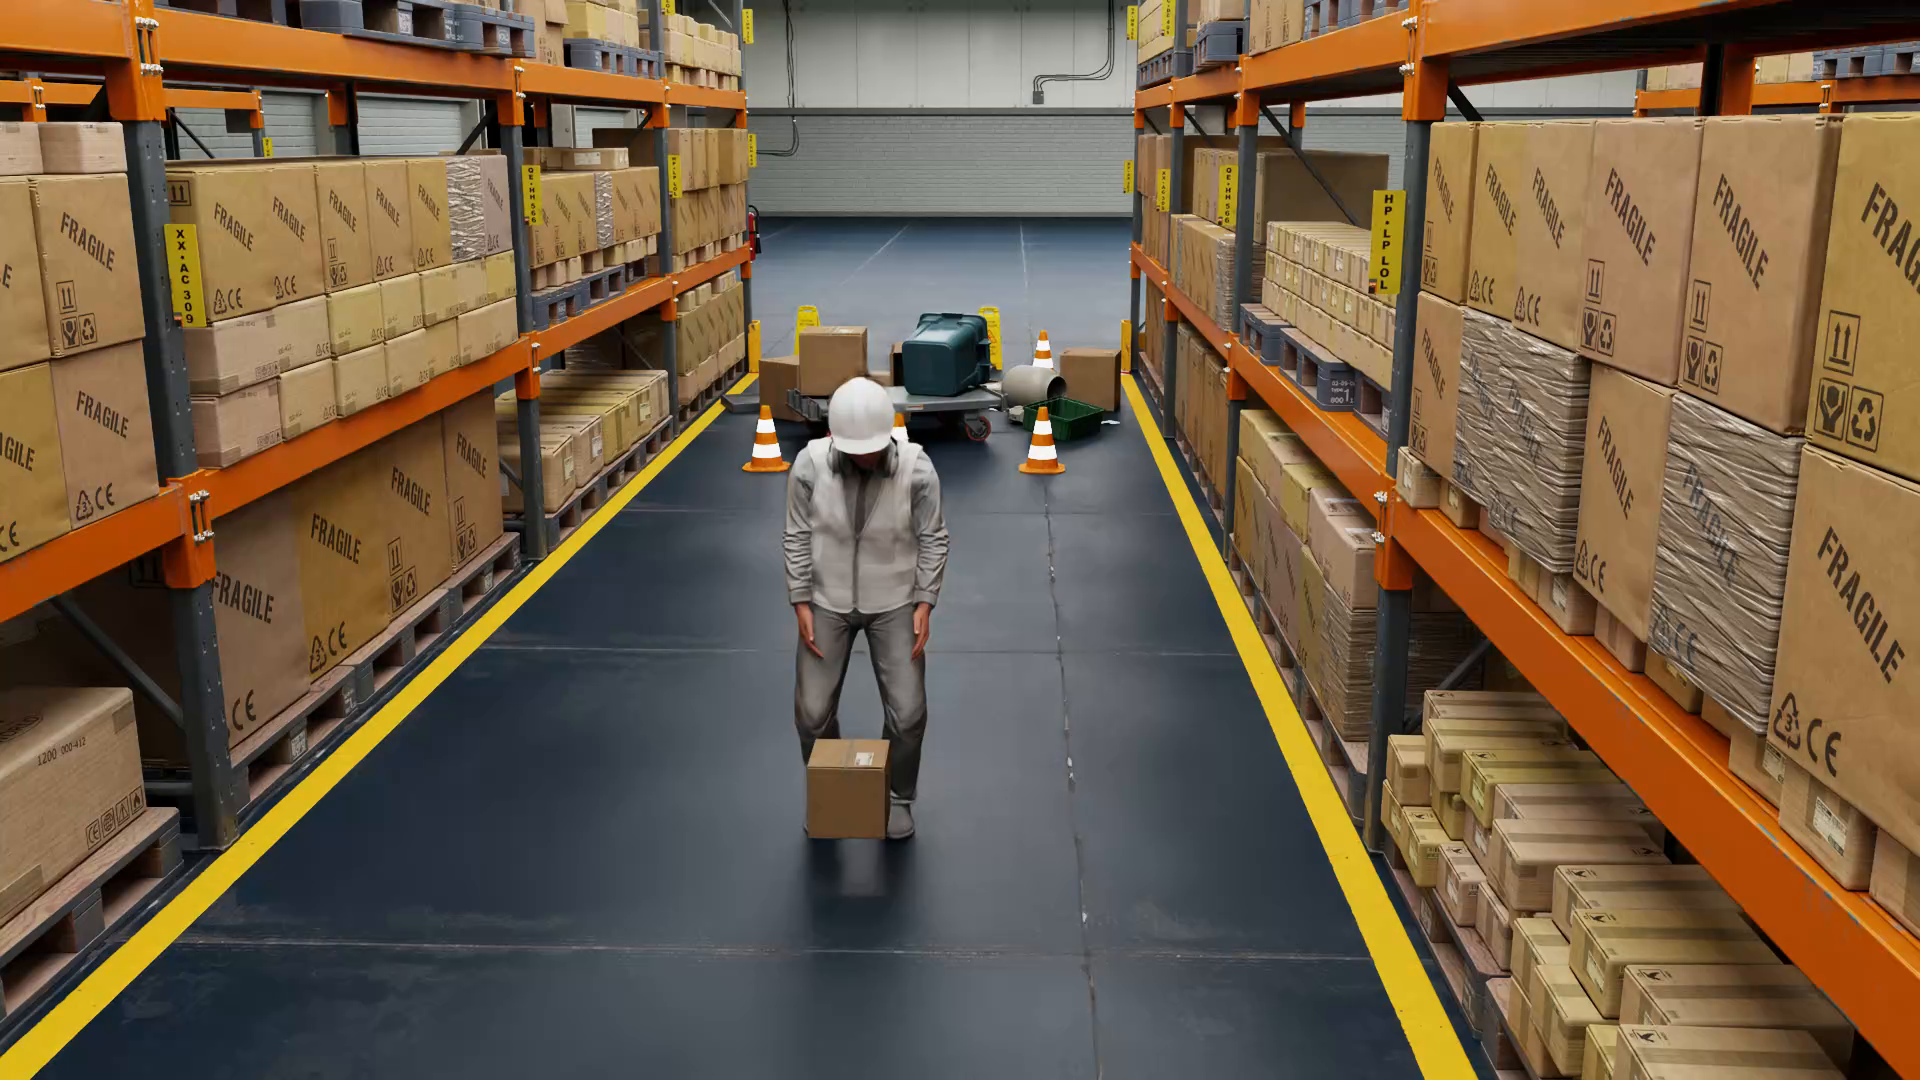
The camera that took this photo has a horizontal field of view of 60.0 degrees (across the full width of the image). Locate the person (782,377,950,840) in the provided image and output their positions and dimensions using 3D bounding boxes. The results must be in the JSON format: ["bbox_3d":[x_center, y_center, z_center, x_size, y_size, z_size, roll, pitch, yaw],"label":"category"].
[{"bbox_3d":[-0.323,0.230,5.788,0.578,1.647,0.581,1,14,3],"label":"person"}]
